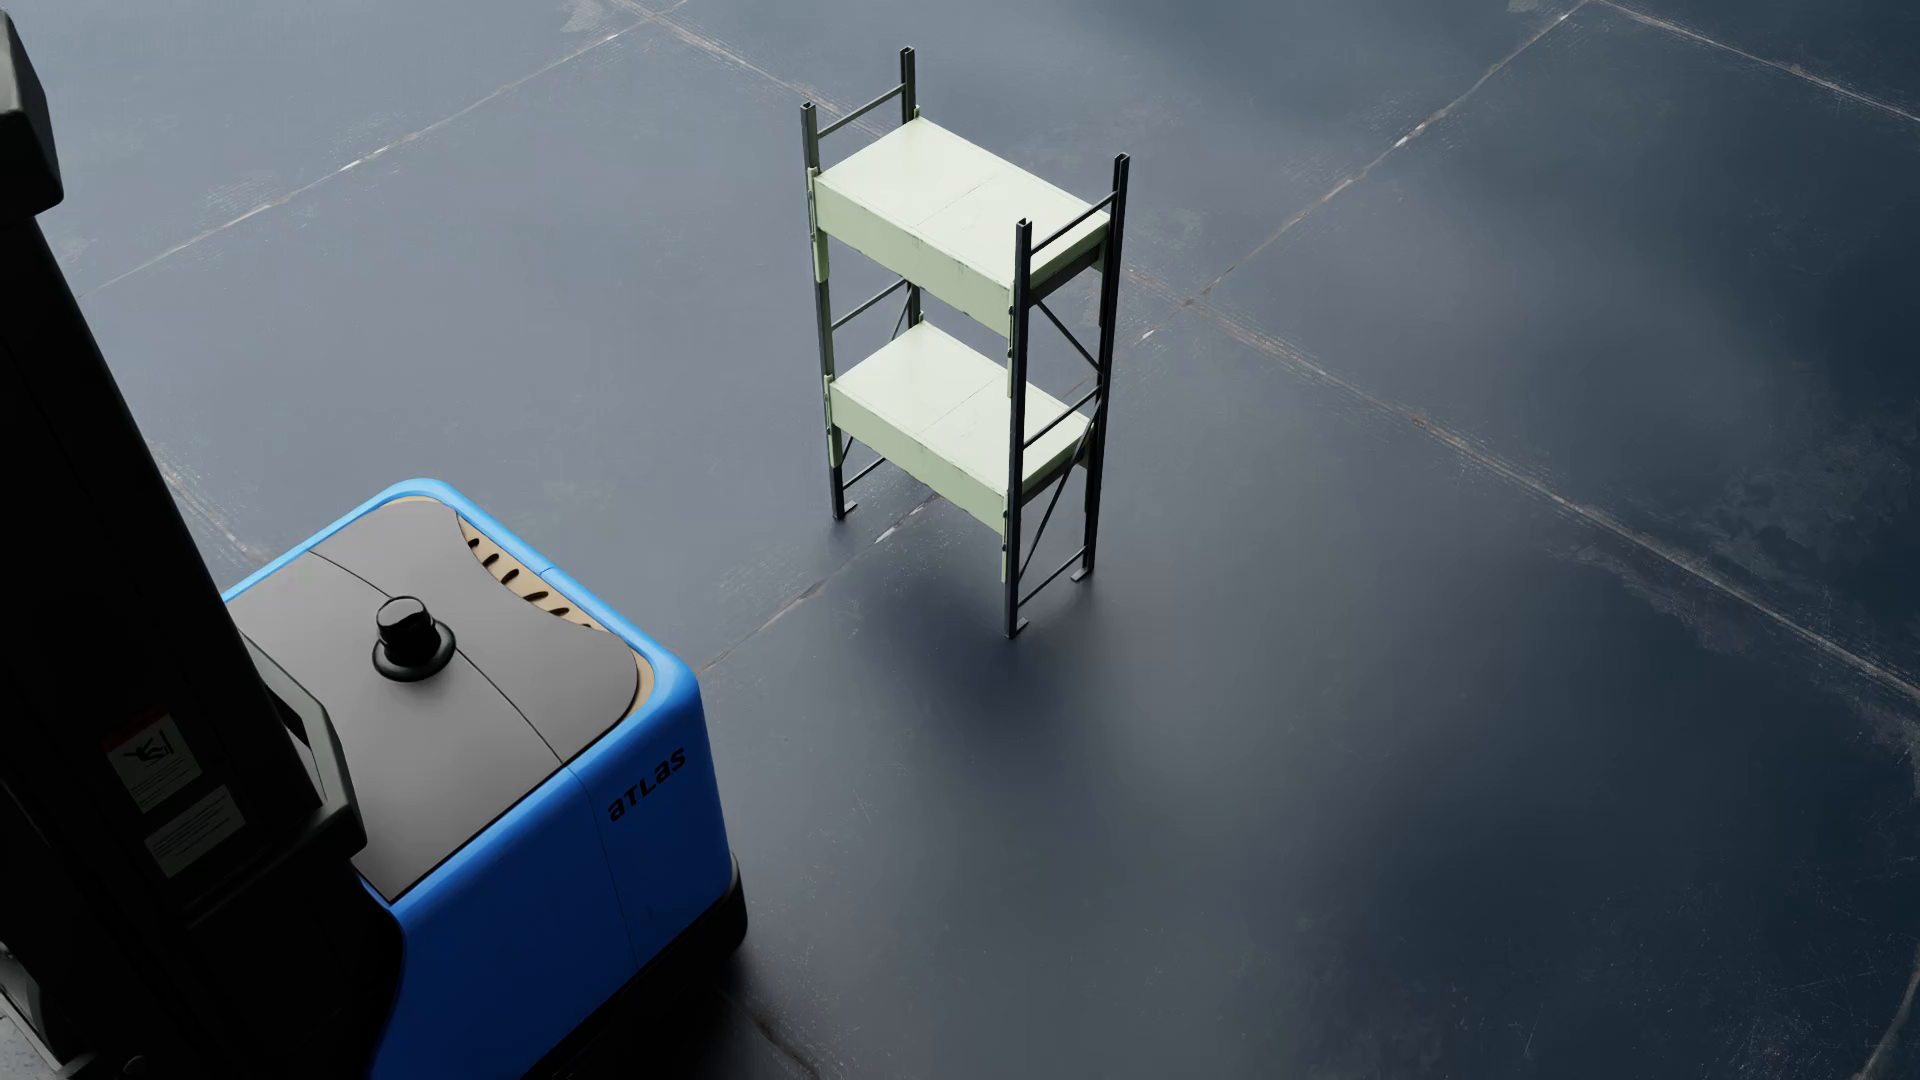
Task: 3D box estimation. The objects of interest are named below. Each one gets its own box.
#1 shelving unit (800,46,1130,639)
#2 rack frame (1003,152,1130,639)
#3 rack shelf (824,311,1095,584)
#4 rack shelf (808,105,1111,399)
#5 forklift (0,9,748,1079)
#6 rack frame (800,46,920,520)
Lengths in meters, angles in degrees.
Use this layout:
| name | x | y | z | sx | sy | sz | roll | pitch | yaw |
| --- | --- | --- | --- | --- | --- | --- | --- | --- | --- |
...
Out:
| name | x | y | z | sx | sy | sz | roll | pitch | yaw |
| --- | --- | --- | --- | --- | --- | --- | --- | --- | --- |
| shelving unit | 0.005 | -0.510 | 4.700 | 0.755 | 1.500 | 0.431 | 34 | 55 | 28 |
| rack frame | 0.274 | -0.329 | 4.530 | 0.023 | 1.500 | 0.400 | 34 | 55 | 28 |
| rack shelf | 0.005 | -0.287 | 4.938 | 0.720 | 0.370 | 0.431 | 34 | 55 | 28 |
| rack shelf | 0.005 | -0.777 | 4.416 | 0.720 | 0.370 | 0.431 | 34 | 55 | 28 |
| forklift | -1.888 | 0.599 | 2.677 | 1.130 | 2.935 | 3.031 | 33 | 55 | 27 |
| rack frame | -0.264 | -0.691 | 4.870 | 0.023 | 1.500 | 0.400 | 34 | 55 | 28 |
